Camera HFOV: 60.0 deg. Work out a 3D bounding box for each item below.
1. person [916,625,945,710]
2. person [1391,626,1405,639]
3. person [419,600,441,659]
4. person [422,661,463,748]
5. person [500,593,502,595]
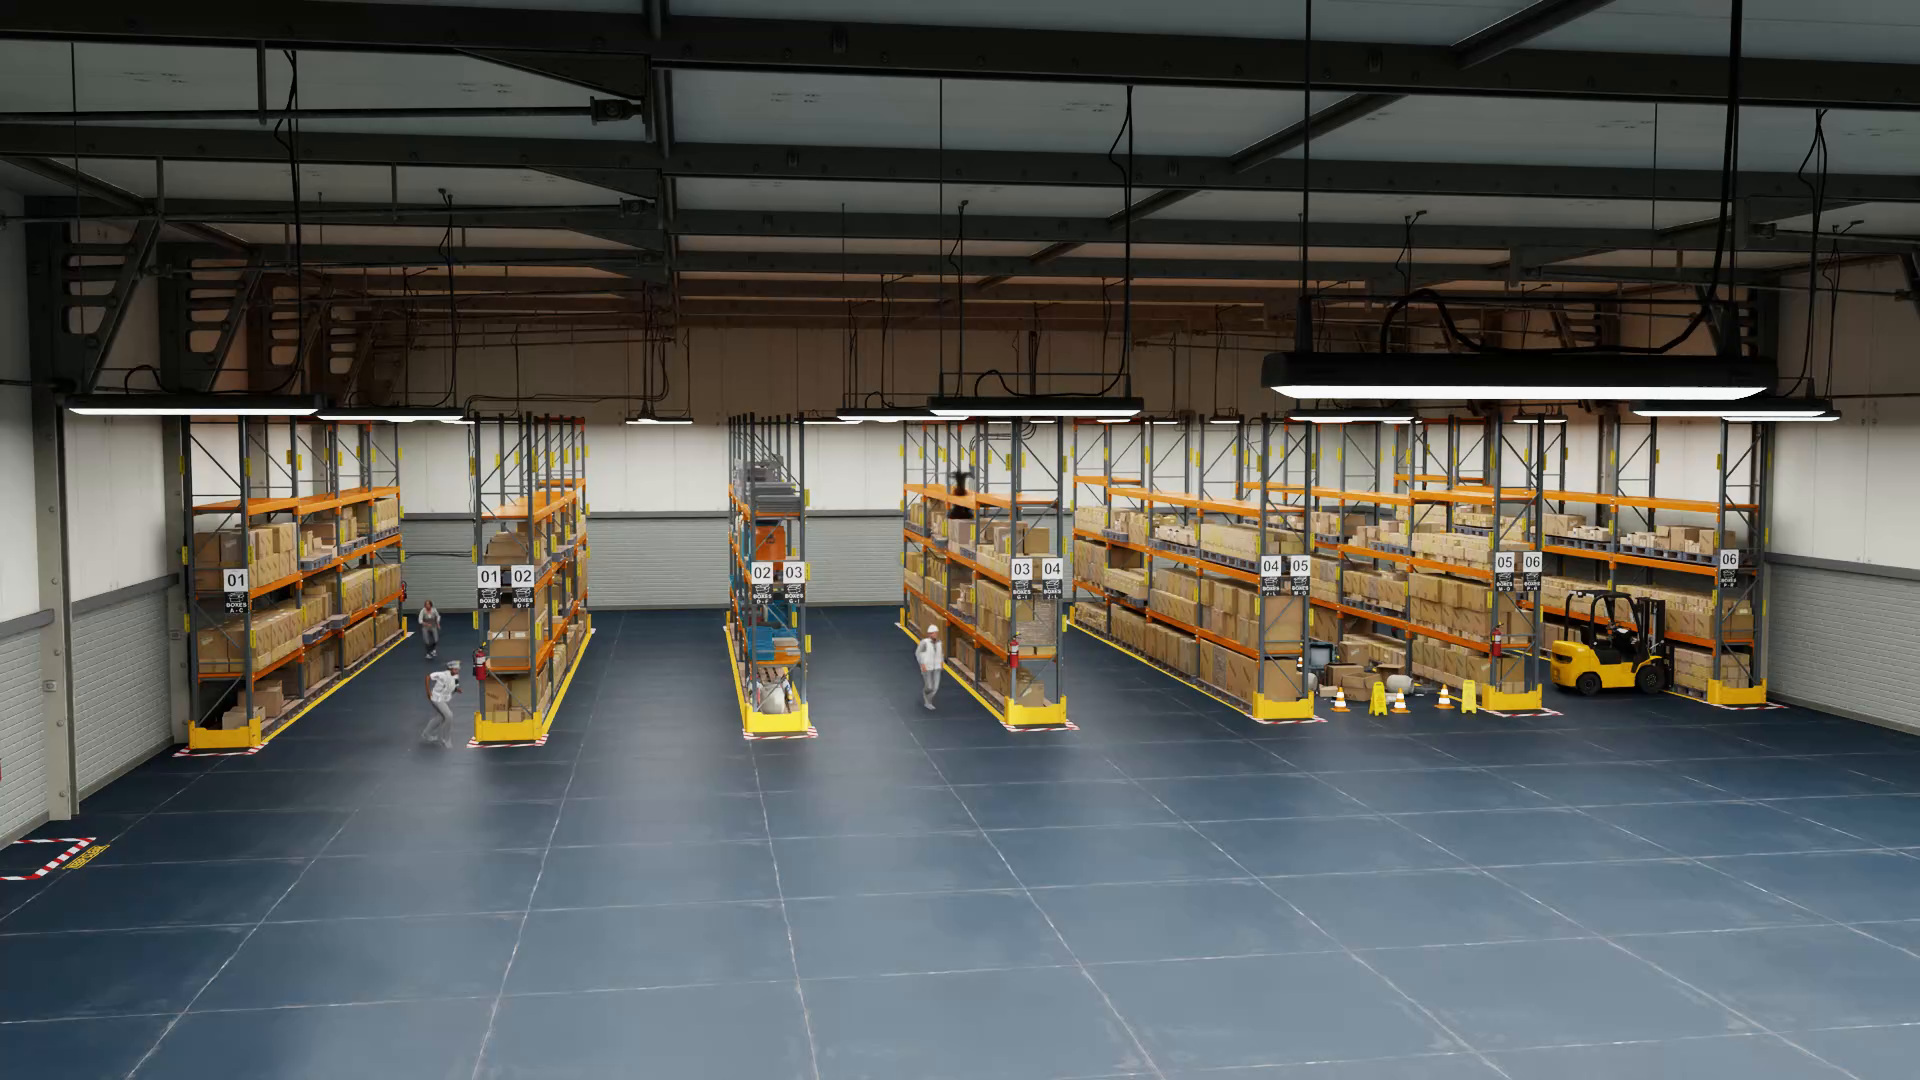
[{"bbox_3d":[-0.610,2.575,33.806,0.656,1.716,0.571,-2,4,-23],"label":"person"},{"bbox_3d":[11.740,1.816,44.328,0.661,1.681,0.788,-2,4,-25],"label":"person"},{"bbox_3d":[-13.031,2.207,40.868,0.536,1.486,0.726,-2,4,-24],"label":"person"},{"bbox_3d":[-9.327,2.950,29.800,0.961,1.598,0.625,2,4,28],"label":"person"},{"bbox_3d":[-12.029,2.002,43.734,0.614,1.509,0.912,-2,4,-25],"label":"person"}]
